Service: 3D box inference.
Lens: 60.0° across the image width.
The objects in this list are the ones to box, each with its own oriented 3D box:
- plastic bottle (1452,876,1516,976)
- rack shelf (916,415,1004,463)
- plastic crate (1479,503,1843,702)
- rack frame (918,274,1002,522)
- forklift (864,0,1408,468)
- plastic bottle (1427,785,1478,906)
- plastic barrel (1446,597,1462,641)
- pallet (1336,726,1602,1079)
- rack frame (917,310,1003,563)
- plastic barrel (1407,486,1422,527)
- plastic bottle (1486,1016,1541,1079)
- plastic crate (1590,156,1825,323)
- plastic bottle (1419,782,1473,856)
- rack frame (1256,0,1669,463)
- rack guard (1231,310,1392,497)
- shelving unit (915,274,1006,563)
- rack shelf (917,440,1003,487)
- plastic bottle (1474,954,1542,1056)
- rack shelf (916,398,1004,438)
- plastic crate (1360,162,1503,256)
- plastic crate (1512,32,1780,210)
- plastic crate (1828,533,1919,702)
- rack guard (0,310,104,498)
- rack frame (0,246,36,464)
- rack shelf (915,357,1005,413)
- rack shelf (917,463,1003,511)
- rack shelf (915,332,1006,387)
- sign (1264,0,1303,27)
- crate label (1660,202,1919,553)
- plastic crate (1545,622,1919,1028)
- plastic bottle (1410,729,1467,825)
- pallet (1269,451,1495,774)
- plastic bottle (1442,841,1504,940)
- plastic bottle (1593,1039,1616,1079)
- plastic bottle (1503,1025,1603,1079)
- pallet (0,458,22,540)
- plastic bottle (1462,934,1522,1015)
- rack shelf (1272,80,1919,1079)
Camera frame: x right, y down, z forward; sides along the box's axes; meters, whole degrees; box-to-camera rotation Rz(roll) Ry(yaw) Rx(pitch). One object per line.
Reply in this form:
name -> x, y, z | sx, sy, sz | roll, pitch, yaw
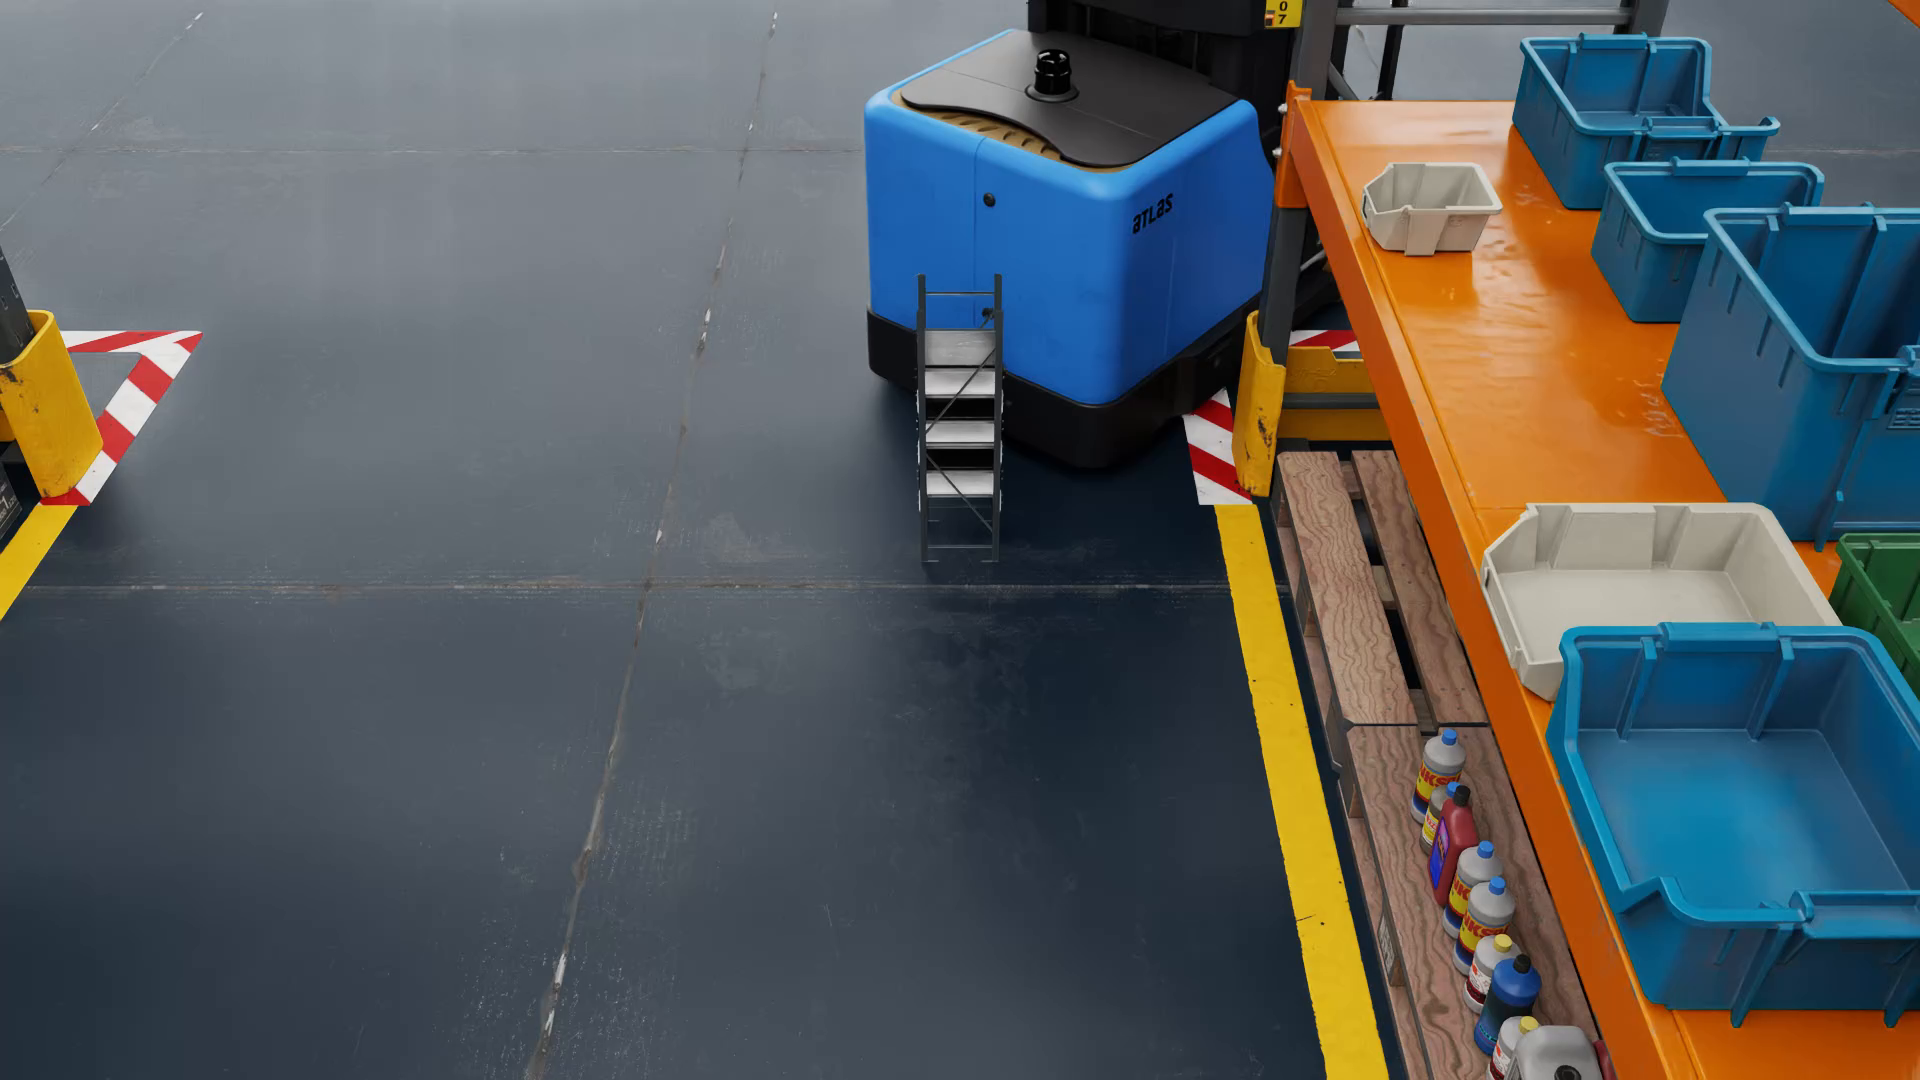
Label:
plastic bottle -> 1.150, 0.837, 3.637 | 0.097, 0.271, 0.097 | 0, 39, 0
rack shelf -> 0.000, -0.320, 4.983 | 0.258, 0.077, 0.200 | 0, 39, 0
plastic crate -> 1.209, 0.122, 2.910 | 0.530, 0.136, 0.437 | 0, 39, 0
rack frame -> 0.000, -0.410, 5.042 | 0.240, 0.900, 0.006 | 0, 39, 0
forklift -> 0.995, -2.235, 5.696 | 1.130, 2.935, 3.031 | 27, 46, 29
plastic bottle -> 1.132, 0.697, 3.802 | 0.061, 0.283, 0.133 | 1, 39, 1
plastic barrel -> 1.537, 0.065, 4.424 | 0.421, 0.512, 0.421 | 0, 39, 0
pallet -> 1.500, 0.938, 3.911 | 1.003, 0.211, 1.213 | 0, 39, 0
rack frame -> 0.000, -0.282, 4.883 | 0.240, 0.900, 0.006 | 0, 39, 0
plastic barrel -> 1.536, -0.249, 4.815 | 0.421, 0.512, 0.421 | 0, 39, 0
plastic bottle -> 1.151, 1.055, 3.421 | 0.097, 0.201, 0.097 | 0, 39, 0
plastic crate -> 1.754, -0.690, 3.832 | 0.499, 0.251, 0.408 | 0, 39, 0
plastic bottle -> 1.150, 0.652, 3.924 | 0.097, 0.201, 0.097 | 0, 39, 0
rack frame -> 1.459, -1.467, 4.682 | 1.000, 3.000, 0.127 | 0, 39, 0
rack guard -> 1.506, -0.444, 5.405 | 1.175, 0.500, 0.348 | 0, 39, 0
shelving unit -> 0.000, -0.346, 4.962 | 0.258, 0.900, 0.210 | 0, 39, 0
rack shelf -> 0.000, -0.250, 5.039 | 0.258, 0.077, 0.200 | 0, 39, 0
plastic bottle -> 1.150, 0.963, 3.479 | 0.097, 0.271, 0.097 | 0, 39, 0
rack shelf -> 0.000, -0.390, 4.927 | 0.258, 0.077, 0.200 | 0, 39, 0
plastic crate -> 1.138, -0.804, 4.066 | 0.298, 0.136, 0.250 | 0, 39, 0
plastic crate -> 1.759, -1.096, 4.338 | 0.499, 0.251, 0.616 | 0, 39, 0
plastic crate -> 1.745, 0.268, 2.687 | 0.450, 0.188, 0.662 | 0, 39, 0
rack guard -> -3.494, -0.441, 5.400 | 1.175, 0.500, 0.348 | 0, 39, 0
rack frame -> -3.494, -1.464, 4.678 | 1.000, 3.000, 0.127 | 0, 39, 0
rack shelf -> 0.000, -0.461, 4.871 | 0.258, 0.077, 0.200 | 0, 39, 0
rack shelf -> 0.000, -0.180, 5.096 | 0.258, 0.077, 0.200 | 0, 39, 0
rack shelf -> 0.000, -0.531, 4.814 | 0.258, 0.077, 0.200 | 0, 39, 0
sign -> 0.909, -1.577, 4.598 | 0.100, 0.325, 0.005 | 0, 39, 0
crate label -> 1.732, -0.330, 3.235 | 0.502, 0.435, 0.616 | 0, 39, 0
plastic crate -> 1.191, 0.400, 2.471 | 0.499, 0.251, 0.616 | 0, 39, 0
plastic bottle -> 1.150, 0.560, 3.983 | 0.097, 0.271, 0.097 | 0, 39, 0
pallet -> 1.502, 0.177, 4.861 | 1.003, 0.211, 1.213 | 0, 39, 0
plastic bottle -> 1.150, 0.774, 3.715 | 0.097, 0.271, 0.097 | 0, 39, 0
plastic bottle -> 1.285, 1.096, 3.304 | 0.061, 0.283, 0.133 | 0, 39, 0
plastic bottle -> 1.178, 1.099, 3.306 | 0.152, 0.276, 0.135 | 1, 39, 1
pallet -> -3.528, 0.180, 4.856 | 1.003, 0.211, 1.213 | 0, 39, 0
plastic bottle -> 1.150, 0.926, 3.582 | 0.097, 0.201, 0.097 | 0, 39, 0
rack shelf -> 1.462, 0.064, 3.346 | 1.077, 0.370, 4.000 | 0, 39, 0
